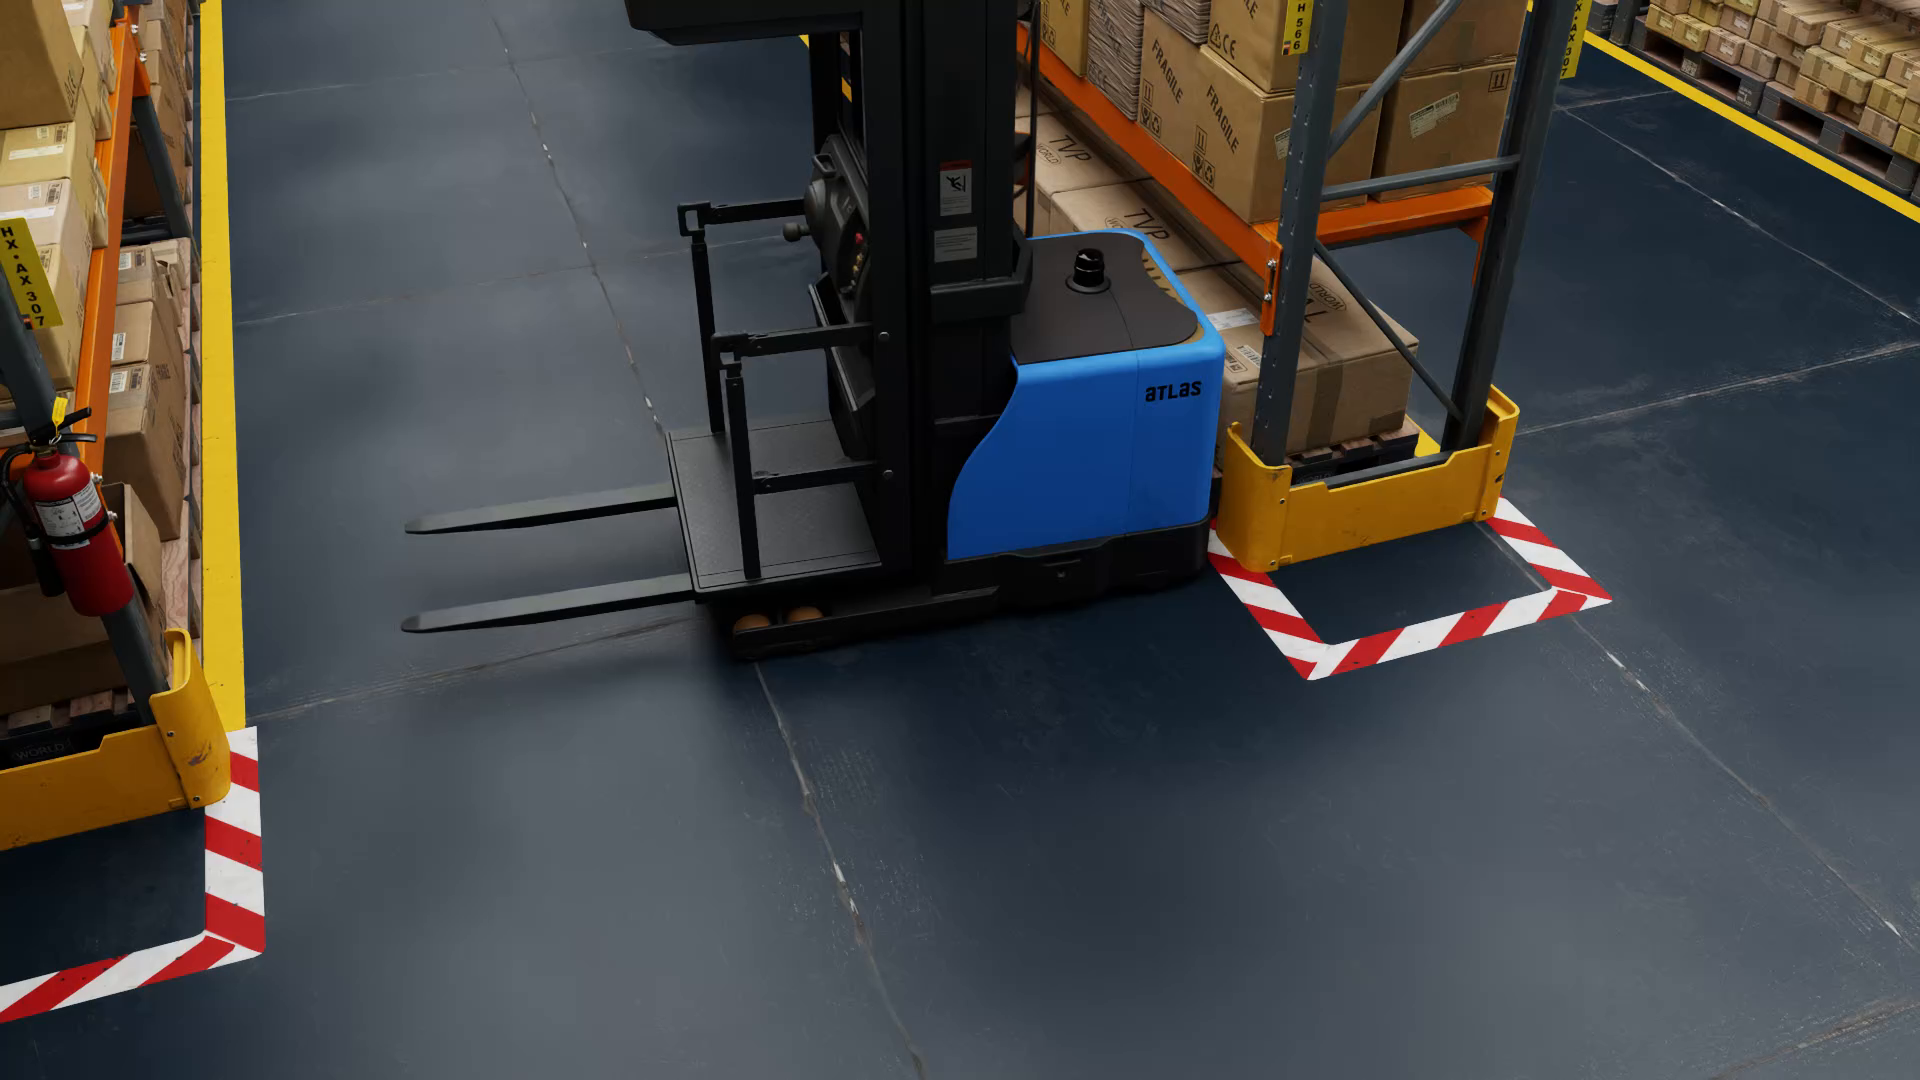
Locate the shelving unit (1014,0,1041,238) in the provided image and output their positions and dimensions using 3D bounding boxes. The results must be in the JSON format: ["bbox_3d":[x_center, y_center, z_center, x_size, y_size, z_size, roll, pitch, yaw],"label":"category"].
[{"bbox_3d":[0.002,-1.470,6.952,0.503,2.100,0.431,17,40,21],"label":"shelving unit"}]

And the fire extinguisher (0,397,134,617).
[{"bbox_3d":[-2.549,-0.090,4.751,0.296,0.674,0.183,-12,39,-16],"label":"fire extinguisher"}]

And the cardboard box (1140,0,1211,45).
[{"bbox_3d":[1.028,-2.239,6.315,0.500,0.500,0.500,-12,39,-16],"label":"cardboard box"}]

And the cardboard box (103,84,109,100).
[{"bbox_3d":[-3.777,-1.851,6.922,0.380,0.149,0.250,-11,38,-15],"label":"cardboard box"}]

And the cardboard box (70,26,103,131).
[{"bbox_3d":[-3.661,-1.774,6.490,0.500,0.250,0.500,-13,39,-16],"label":"cardboard box"}]

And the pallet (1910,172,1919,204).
[{"bbox_3d":[5.966,-1.764,8.917,1.003,0.211,1.213,-12,39,-16],"label":"pallet"}]

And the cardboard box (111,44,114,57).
[{"bbox_3d":[-3.954,-2.146,7.315,0.380,0.149,0.250,-11,38,-15],"label":"cardboard box"}]

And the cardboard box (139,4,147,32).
[{"bbox_3d":[-4.792,-2.928,9.333,0.380,0.149,0.250,-11,38,-14],"label":"cardboard box"}]

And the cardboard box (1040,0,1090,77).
[{"bbox_3d":[0.676,-2.409,7.372,0.500,0.500,0.500,-11,38,-15],"label":"cardboard box"}]

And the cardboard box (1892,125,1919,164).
[{"bbox_3d":[5.424,-2.212,9.213,0.380,0.149,0.250,-14,39,-18],"label":"cardboard box"}]

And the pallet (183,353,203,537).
[{"bbox_3d":[-3.752,-0.325,7.006,1.003,0.211,1.213,-12,39,-16],"label":"pallet"}]

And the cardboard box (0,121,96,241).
[{"bbox_3d":[-3.288,-1.199,5.726,0.500,0.250,0.500,-13,39,-17],"label":"cardboard box"}]

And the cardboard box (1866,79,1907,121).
[{"bbox_3d":[5.347,-2.488,9.333,0.380,0.149,0.250,-11,38,-14],"label":"cardboard box"}]

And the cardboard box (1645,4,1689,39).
[{"bbox_3d":[4.685,-3.386,10.772,0.380,0.149,0.250,-14,39,-18],"label":"cardboard box"}]

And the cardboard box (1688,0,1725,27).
[{"bbox_3d":[4.857,-3.381,10.519,0.380,0.149,0.250,-12,39,-16],"label":"cardboard box"}]

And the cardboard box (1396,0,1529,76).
[{"bbox_3d":[1.727,-2.057,6.073,0.500,0.500,0.500,-13,39,-17],"label":"cardboard box"}]

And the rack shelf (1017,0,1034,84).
[{"bbox_3d":[0.005,-2.022,6.544,0.480,0.518,0.431,17,40,21],"label":"rack shelf"}]

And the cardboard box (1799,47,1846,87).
[{"bbox_3d":[5.165,-2.782,9.723,0.380,0.149,0.250,-13,39,-16],"label":"cardboard box"}]

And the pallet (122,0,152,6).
[{"bbox_3d":[-4.583,-2.914,8.285,1.003,0.211,1.213,-12,39,-16],"label":"pallet"}]

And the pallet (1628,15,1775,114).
[{"bbox_3d":[5.126,-3.143,10.747,1.003,0.211,1.213,-12,39,-16],"label":"pallet"}]

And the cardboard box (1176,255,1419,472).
[{"bbox_3d":[1.304,-0.784,7.078,0.875,0.438,0.875,-14,39,-17],"label":"cardboard box"}]

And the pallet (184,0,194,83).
[{"bbox_3d":[-5.566,-3.233,10.867,1.003,0.211,1.213,-12,39,-16],"label":"pallet"}]

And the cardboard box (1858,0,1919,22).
[{"bbox_3d":[5.642,-3.176,10.000,0.380,0.149,0.250,-14,39,-18],"label":"cardboard box"}]

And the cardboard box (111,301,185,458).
[{"bbox_3d":[-3.501,-0.602,6.785,0.500,0.500,0.500,-12,39,-15],"label":"cardboard box"}]

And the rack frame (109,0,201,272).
[{"bbox_3d":[-4.411,-2.517,7.598,1.000,3.000,0.127,-12,39,-16],"label":"rack frame"}]

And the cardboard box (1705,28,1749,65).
[{"bbox_3d":[4.911,-3.105,10.400,0.380,0.149,0.250,-13,39,-16],"label":"cardboard box"}]

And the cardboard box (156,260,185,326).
[{"bbox_3d":[-3.820,-1.137,7.690,0.396,0.266,0.258,-11,38,-14],"label":"cardboard box"}]

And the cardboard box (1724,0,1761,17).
[{"bbox_3d":[4.958,-3.357,10.240,0.380,0.149,0.250,-13,39,-17],"label":"cardboard box"}]

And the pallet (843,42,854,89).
[{"bbox_3d":[-0.088,-2.853,10.362,1.003,0.211,1.213,-12,39,-16],"label":"pallet"}]

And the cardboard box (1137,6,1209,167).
[{"bbox_3d":[1.052,-1.831,6.605,0.500,0.500,0.500,-13,39,-17],"label":"cardboard box"}]

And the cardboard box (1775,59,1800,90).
[{"bbox_3d":[5.171,-2.828,10.031,0.380,0.149,0.250,-14,39,-18],"label":"cardboard box"}]

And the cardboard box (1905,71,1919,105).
[{"bbox_3d":[5.403,-2.456,9.043,0.380,0.149,0.250,-11,38,-14],"label":"cardboard box"}]

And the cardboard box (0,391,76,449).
[{"bbox_3d":[-2.890,-0.399,4.996,0.380,0.149,0.250,-13,39,-16],"label":"cardboard box"}]

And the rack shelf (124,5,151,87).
[{"bbox_3d":[-5.099,-3.359,9.315,1.077,0.370,4.000,-12,39,-16],"label":"rack shelf"}]

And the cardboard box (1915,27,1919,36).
[{"bbox_3d":[5.729,-2.864,9.585,0.380,0.149,0.250,-12,39,-16],"label":"cardboard box"}]

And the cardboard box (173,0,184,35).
[{"bbox_3d":[-5.277,-3.467,10.588,0.500,0.500,0.500,-13,39,-17],"label":"cardboard box"}]

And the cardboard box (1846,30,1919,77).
[{"bbox_3d":[5.299,-2.770,9.460,0.380,0.149,0.250,-12,39,-16],"label":"cardboard box"}]

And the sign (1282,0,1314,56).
[{"bbox_3d":[1.111,-1.740,5.407,0.100,0.325,0.005,-12,39,-16],"label":"sign"}]

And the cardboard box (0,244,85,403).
[{"bbox_3d":[-2.937,-0.628,4.968,0.500,0.250,0.500,-12,39,-16],"label":"cardboard box"}]

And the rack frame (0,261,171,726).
[{"bbox_3d":[-3.034,-0.257,4.598,1.000,3.000,0.127,-12,39,-16],"label":"rack frame"}]

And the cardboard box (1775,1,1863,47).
[{"bbox_3d":[5.080,-3.054,9.837,0.380,0.149,0.250,-12,39,-15],"label":"cardboard box"}]

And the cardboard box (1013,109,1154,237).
[{"bbox_3d":[0.673,-1.809,8.438,0.875,0.438,0.875,-14,39,-17],"label":"cardboard box"}]

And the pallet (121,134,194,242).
[{"bbox_3d":[-4.726,-1.855,9.037,1.003,0.211,1.213,-12,39,-16],"label":"pallet"}]

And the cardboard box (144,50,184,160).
[{"bbox_3d":[-4.558,-2.305,9.045,0.500,0.500,0.500,-13,39,-17],"label":"cardboard box"}]

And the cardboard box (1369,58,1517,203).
[{"bbox_3d":[1.730,-1.658,6.374,0.500,0.500,0.500,-13,39,-16],"label":"cardboard box"}]

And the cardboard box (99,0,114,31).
[{"bbox_3d":[-4.006,-2.339,7.239,0.500,0.250,0.500,-11,38,-15],"label":"cardboard box"}]

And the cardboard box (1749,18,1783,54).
[{"bbox_3d":[5.065,-3.098,10.143,0.380,0.149,0.250,-14,39,-18],"label":"cardboard box"}]

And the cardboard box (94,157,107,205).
[{"bbox_3d":[-3.396,-1.282,6.168,0.380,0.149,0.250,-12,39,-15],"label":"cardboard box"}]

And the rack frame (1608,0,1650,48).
[{"bbox_3d":[4.862,-4.629,10.402,1.000,3.000,0.127,-12,39,-16],"label":"rack frame"}]

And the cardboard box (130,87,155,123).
[{"bbox_3d":[-4.284,-2.203,8.371,0.380,0.149,0.250,-11,38,-14],"label":"cardboard box"}]

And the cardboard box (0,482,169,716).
[{"bbox_3d":[-3.156,0.207,5.708,0.797,0.503,0.637,-14,39,-18],"label":"cardboard box"}]

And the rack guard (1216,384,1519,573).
[{"bbox_3d":[1.633,-0.275,6.700,1.175,0.500,0.348,-12,39,-16],"label":"rack guard"}]

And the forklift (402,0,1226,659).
[{"bbox_3d":[-0.607,-1.081,5.749,3.031,2.935,1.130,-8,38,-11],"label":"forklift"}]

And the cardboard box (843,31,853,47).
[{"bbox_3d":[-0.358,-3.708,10.597,0.875,0.875,0.875,-11,38,-15],"label":"cardboard box"}]

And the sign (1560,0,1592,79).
[{"bbox_3d":[2.148,-1.776,5.829,0.100,0.325,0.005,-12,39,-16],"label":"sign"}]

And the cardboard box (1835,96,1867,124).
[{"bbox_3d":[5.332,-2.528,9.634,0.380,0.149,0.250,-11,38,-15],"label":"cardboard box"}]

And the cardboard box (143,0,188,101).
[{"bbox_3d":[-4.898,-2.882,9.812,0.500,0.500,0.500,-14,39,-18],"label":"cardboard box"}]
